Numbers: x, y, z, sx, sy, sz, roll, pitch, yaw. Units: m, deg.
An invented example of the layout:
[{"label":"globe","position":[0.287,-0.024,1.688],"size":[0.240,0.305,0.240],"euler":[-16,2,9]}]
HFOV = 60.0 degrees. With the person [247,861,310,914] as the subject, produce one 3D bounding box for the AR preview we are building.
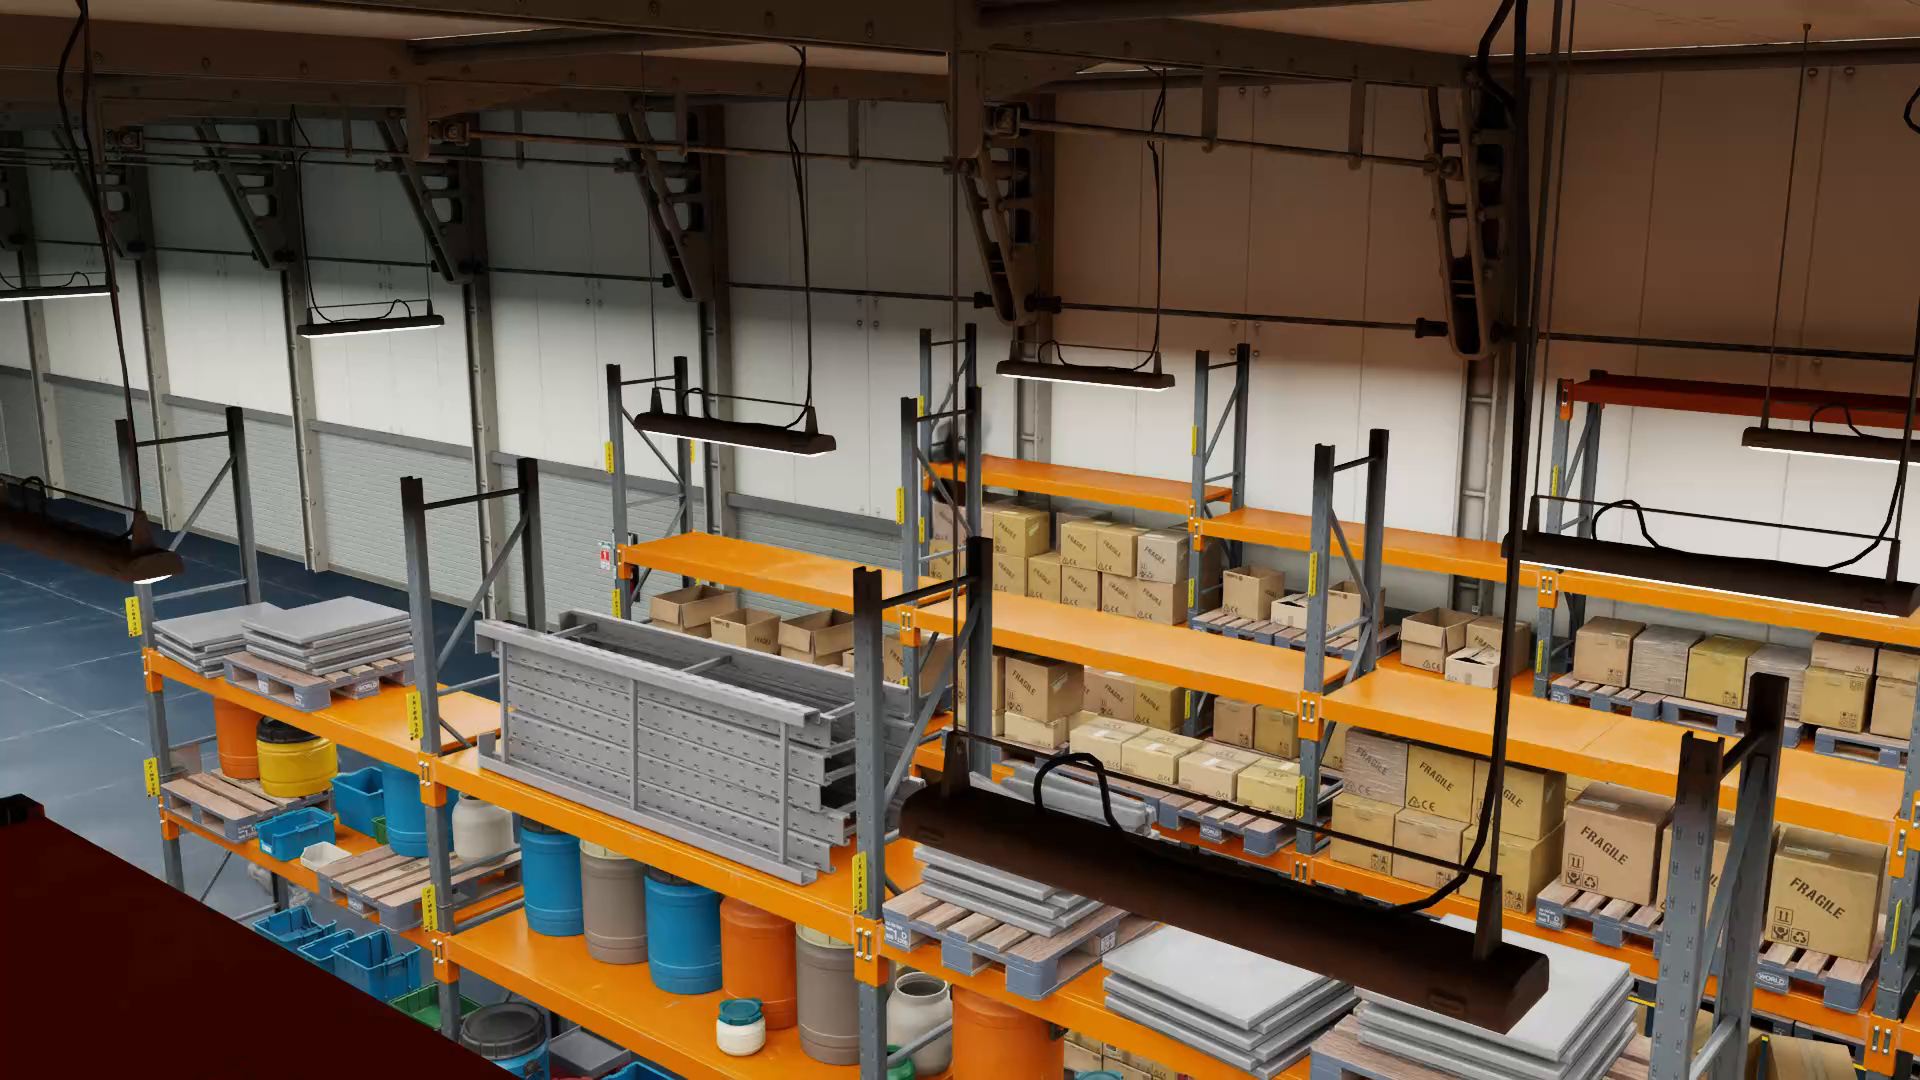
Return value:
[{"label":"person","position":[-7.496,3.245,18.097],"size":[0.668,1.695,0.588],"euler":[-4,13,-19]}]
